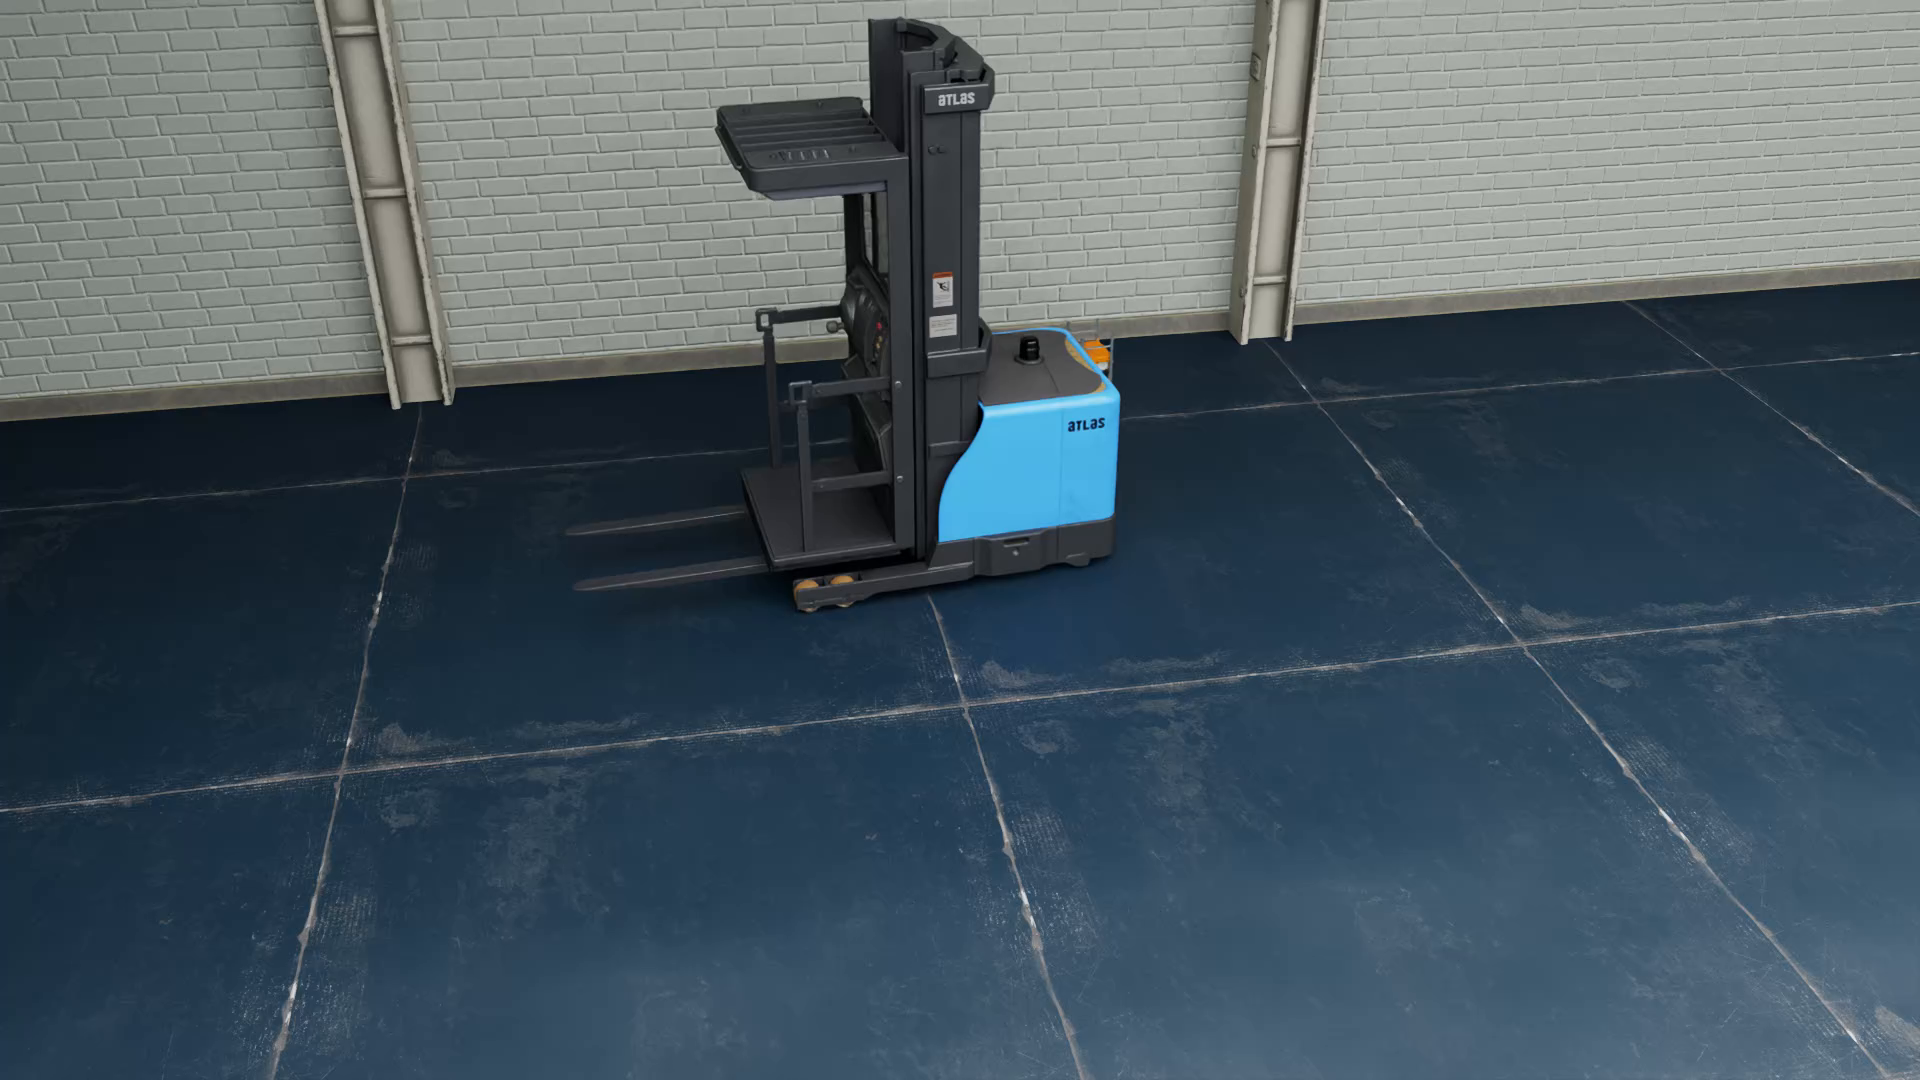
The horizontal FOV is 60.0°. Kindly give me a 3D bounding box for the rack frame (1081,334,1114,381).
[{"bbox_3d":[0.803,-0.739,9.971,0.200,1.050,0.008,-8,31,-14],"label":"rack frame"}]

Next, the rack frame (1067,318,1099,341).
[{"bbox_3d":[0.735,-0.858,10.173,0.200,1.050,0.008,-8,31,-14],"label":"rack frame"}]

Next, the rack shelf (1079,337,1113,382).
[{"bbox_3d":[0.769,-1.034,9.934,0.215,0.259,0.240,-8,31,-14],"label":"rack shelf"}]

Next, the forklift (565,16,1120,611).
[{"bbox_3d":[-0.688,-1.171,8.850,3.031,2.935,1.130,-8,31,-13],"label":"forklift"}]

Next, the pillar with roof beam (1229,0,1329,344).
[{"bbox_3d":[2.998,-3.261,6.418,0.400,9.000,9.100,-5,31,-9],"label":"pillar with roof beam"}]

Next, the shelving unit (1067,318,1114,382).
[{"bbox_3d":[0.769,-0.798,10.072,0.215,1.050,0.252,-8,31,-14],"label":"shelving unit"}]

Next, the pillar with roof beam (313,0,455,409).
[{"bbox_3d":[-2.904,-2.713,5.486,0.400,9.000,9.100,-5,31,-9],"label":"pillar with roof beam"}]
